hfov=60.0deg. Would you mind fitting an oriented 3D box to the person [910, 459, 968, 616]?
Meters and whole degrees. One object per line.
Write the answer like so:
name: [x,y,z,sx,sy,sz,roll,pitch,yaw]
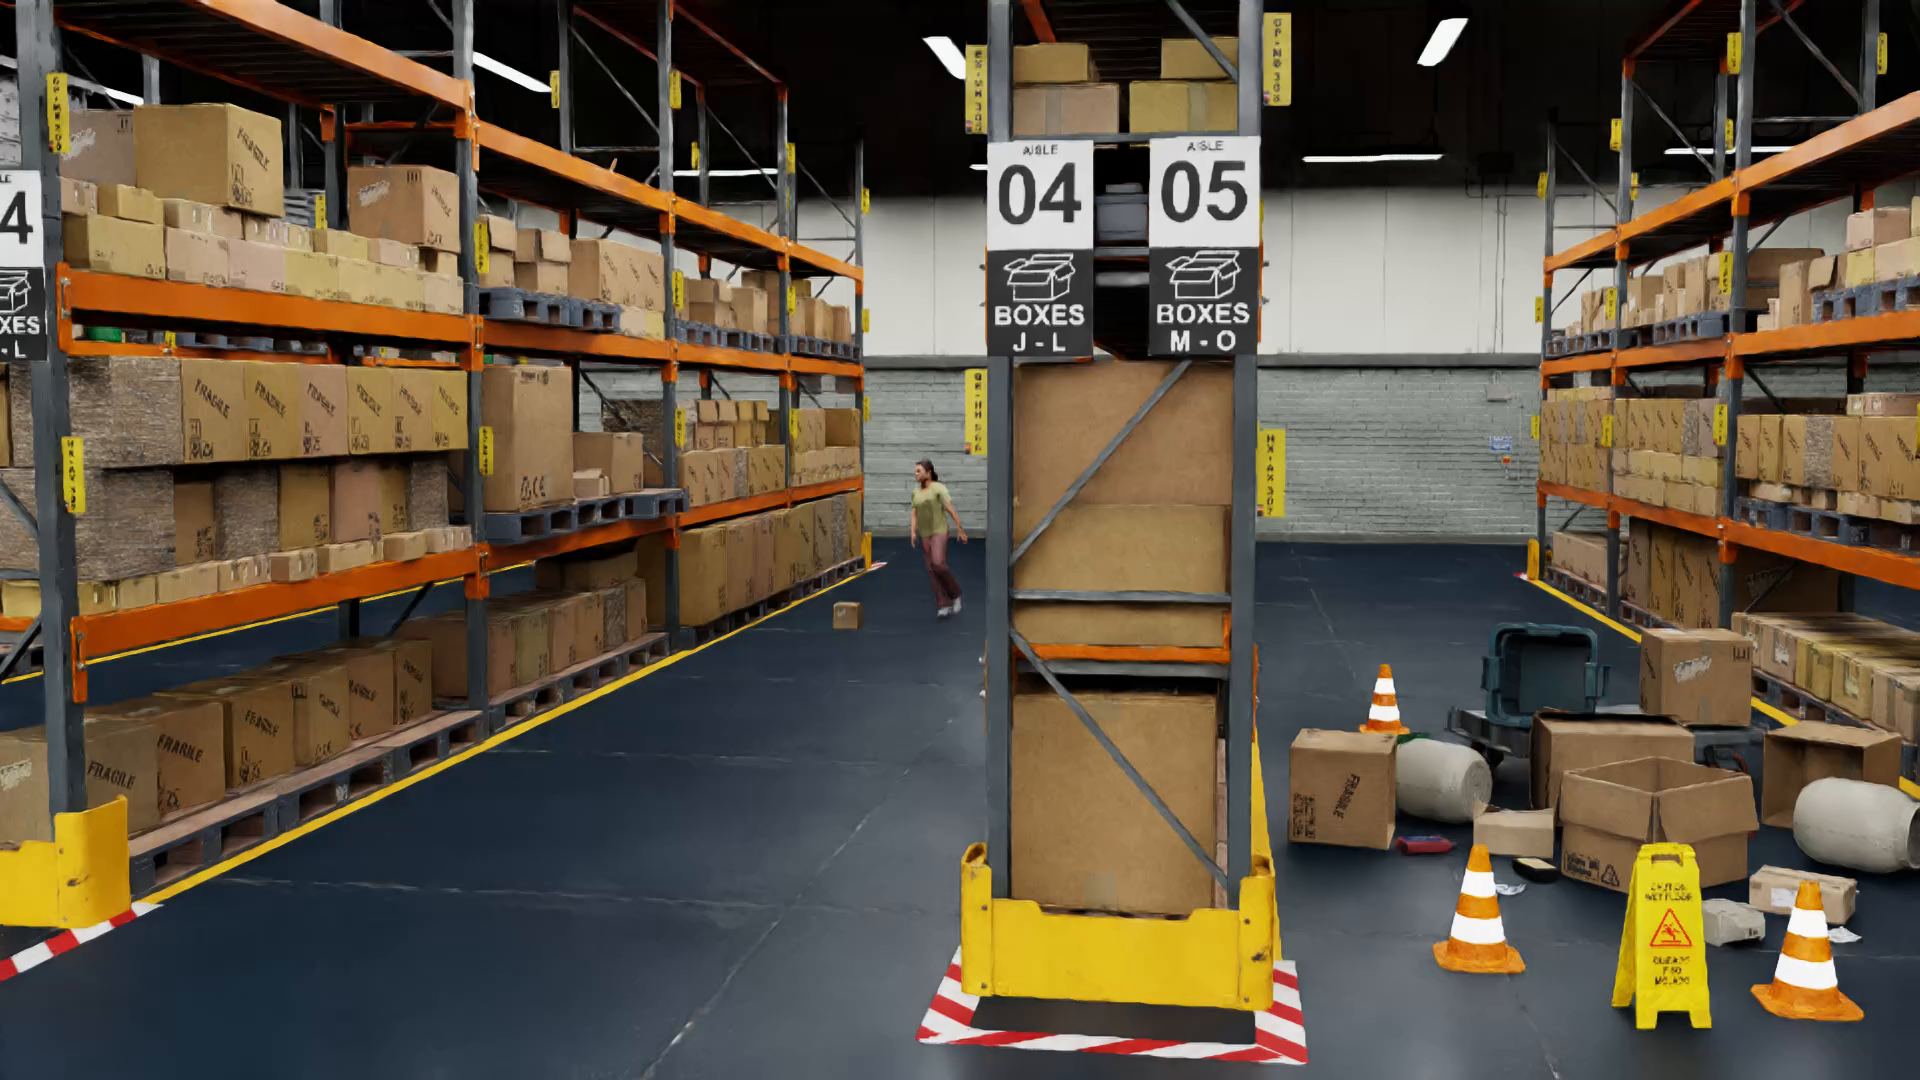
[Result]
person: [-0.249,-0.033,17.579,0.638,1.649,0.457,3,5,33]
